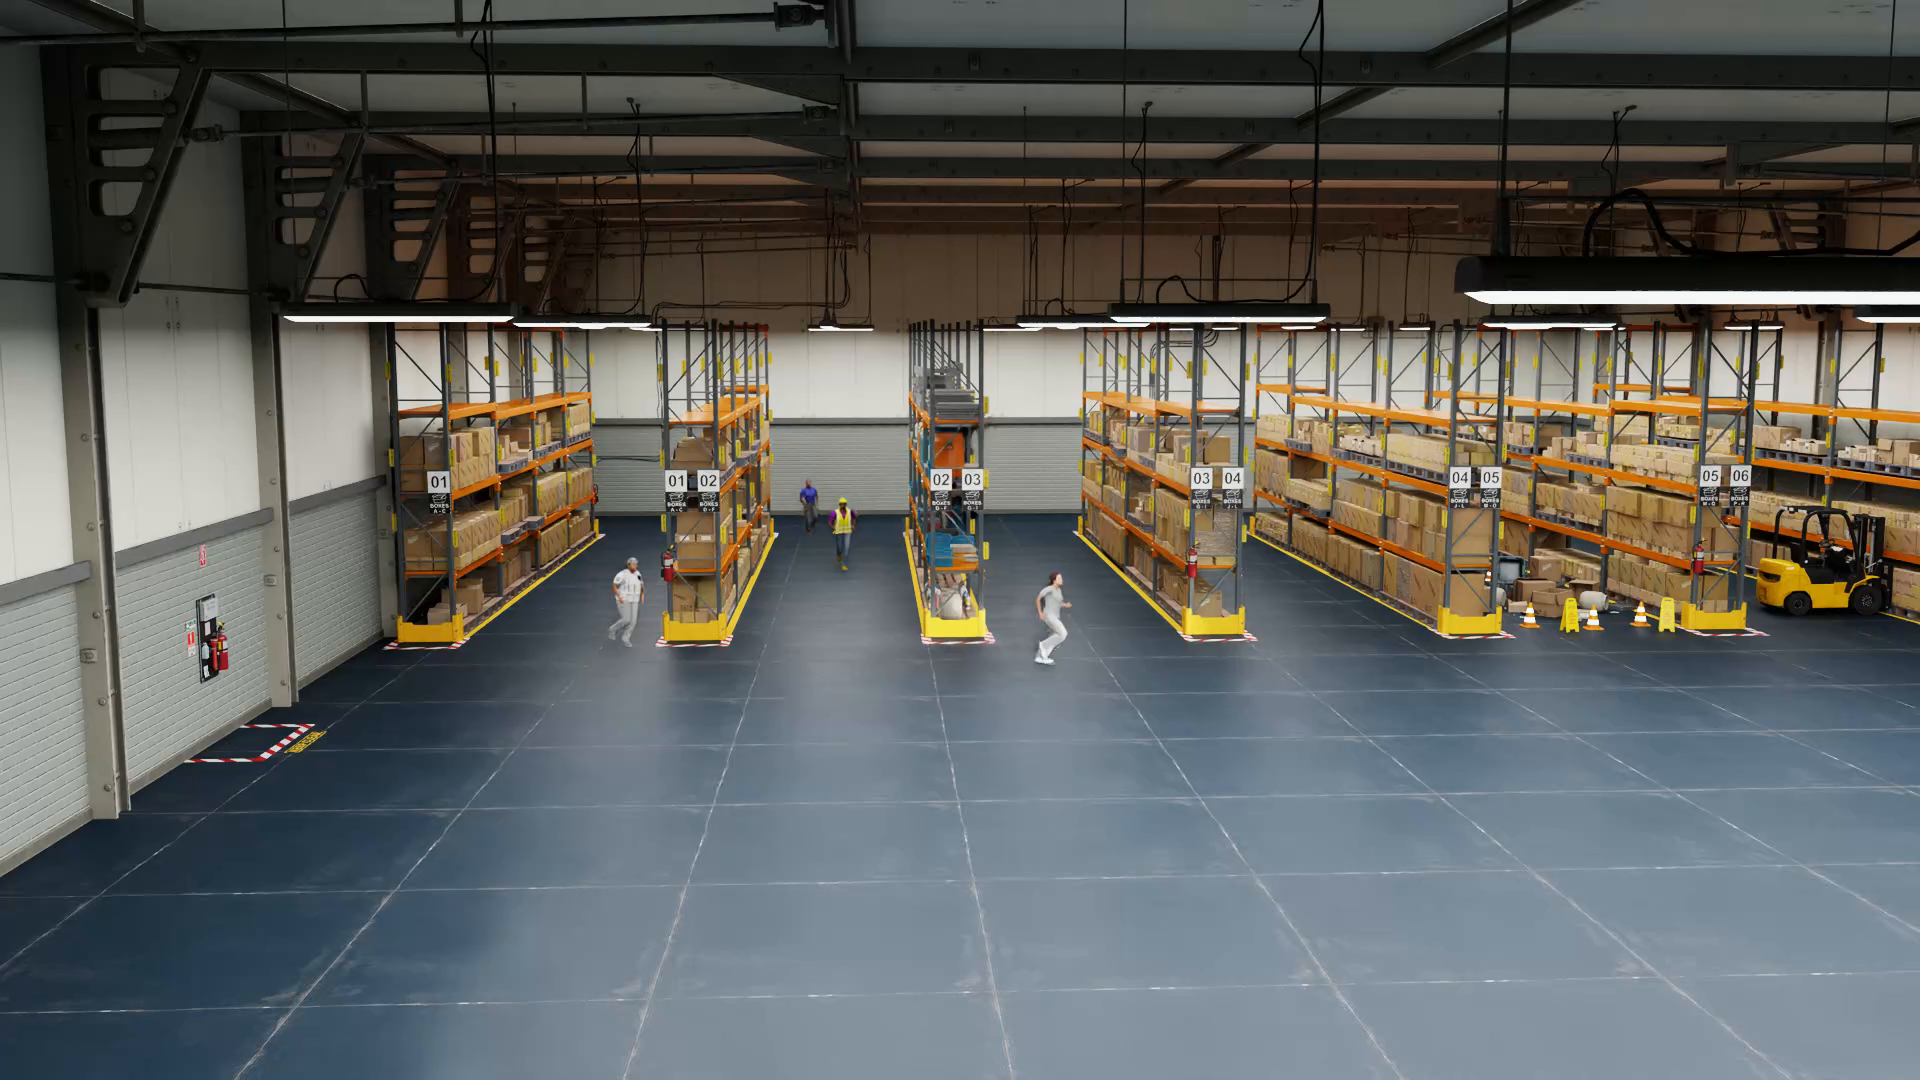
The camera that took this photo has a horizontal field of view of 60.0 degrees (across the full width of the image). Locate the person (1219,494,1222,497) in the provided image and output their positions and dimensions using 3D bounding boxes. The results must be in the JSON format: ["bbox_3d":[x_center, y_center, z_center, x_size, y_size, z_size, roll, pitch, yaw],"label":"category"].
[{"bbox_3d":[7.856,-1.136,48.579,0.783,1.730,0.725,-5,9,-36],"label":"person"}]

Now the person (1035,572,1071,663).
[{"bbox_3d":[1.625,1.360,28.871,0.640,1.582,0.556,3,8,26],"label":"person"}]

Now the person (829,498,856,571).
[{"bbox_3d":[-2.871,-0.157,40.801,0.708,1.765,0.824,-1,7,-12],"label":"person"}]

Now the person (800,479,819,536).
[{"bbox_3d":[-4.260,-0.919,47.381,0.598,1.604,0.548,-3,8,-24],"label":"person"}]

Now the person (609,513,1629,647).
[{"bbox_3d":[4.145,0.681,33.100,12.215,1.951,18.230,7,10,43],"label":"person"}]
